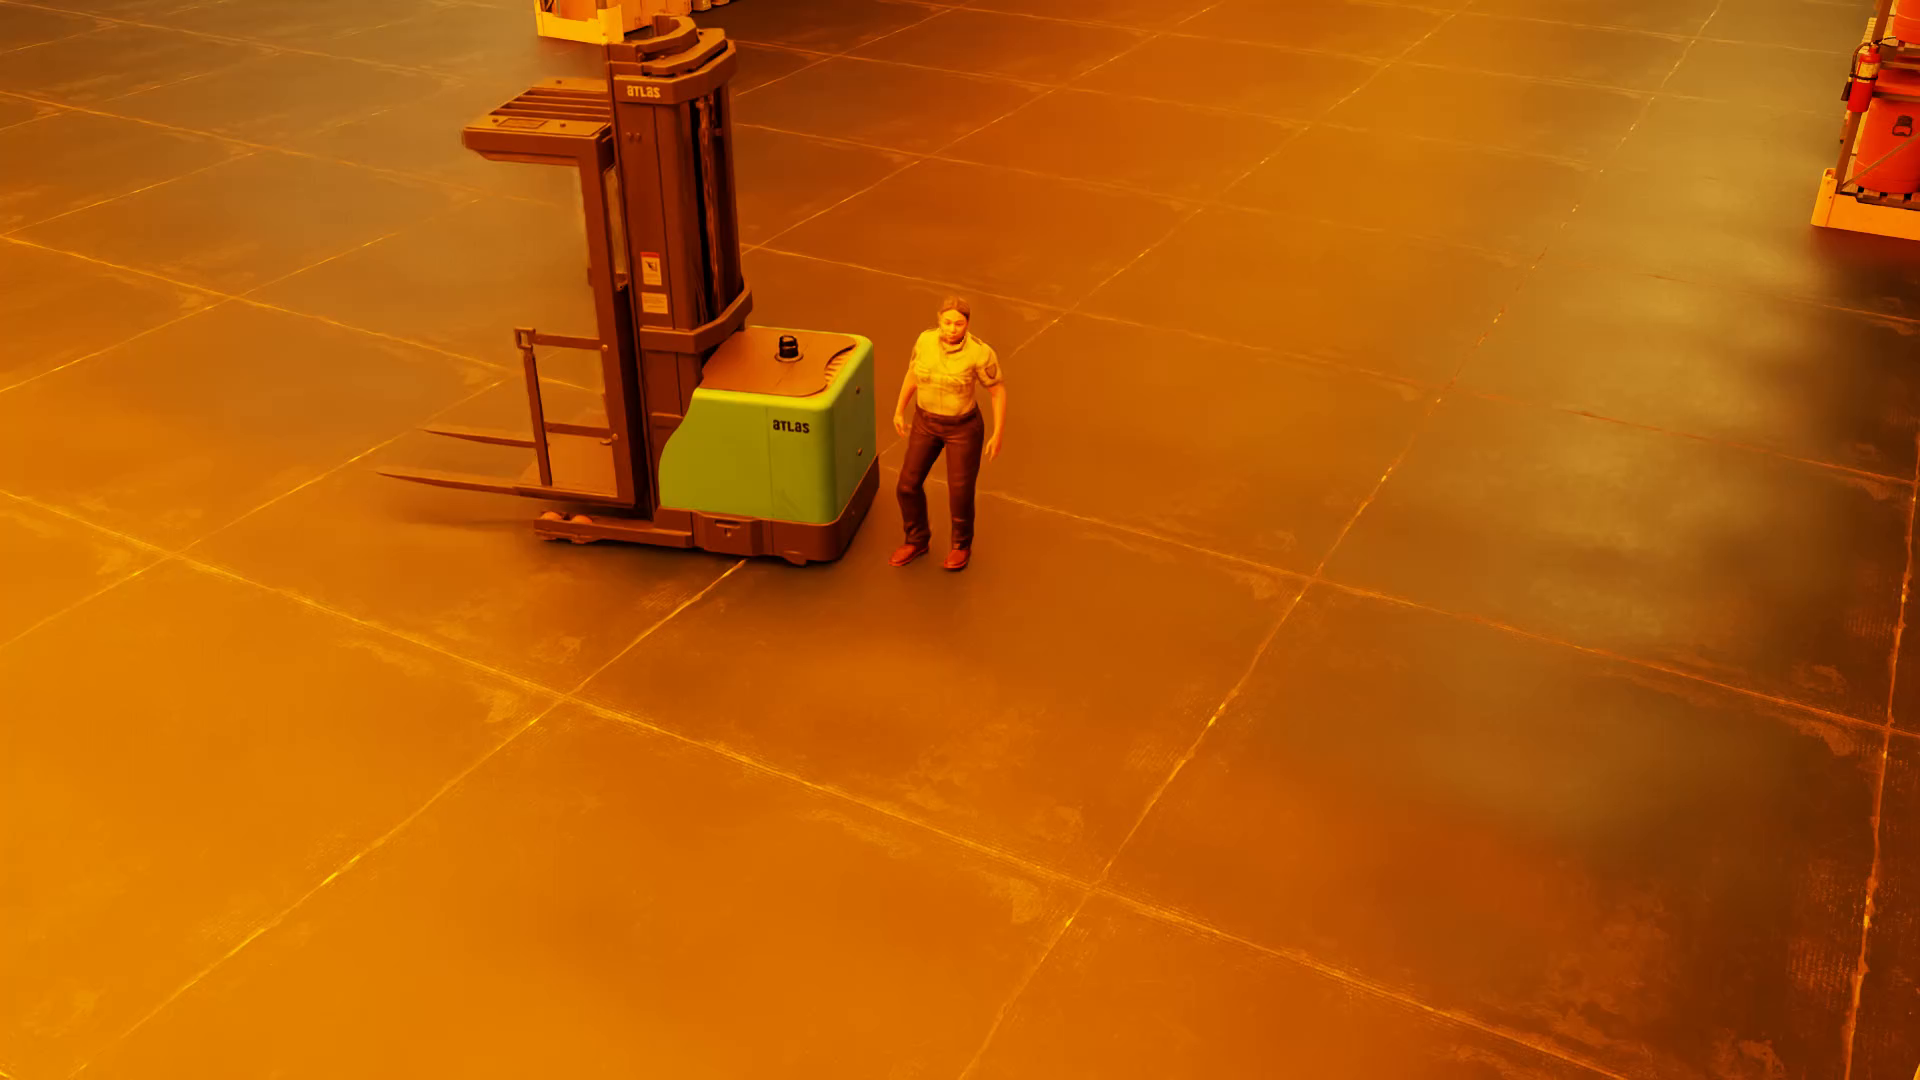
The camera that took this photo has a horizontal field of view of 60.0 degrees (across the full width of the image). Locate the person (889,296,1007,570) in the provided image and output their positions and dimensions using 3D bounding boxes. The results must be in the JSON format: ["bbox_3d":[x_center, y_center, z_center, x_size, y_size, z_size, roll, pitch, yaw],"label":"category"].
[{"bbox_3d":[-0.085,-0.602,9.444,0.680,1.621,0.470,11,32,19],"label":"person"}]

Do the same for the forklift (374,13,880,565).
[{"bbox_3d":[-2.078,-1.496,9.663,3.031,2.935,1.130,6,31,11],"label":"forklift"}]
